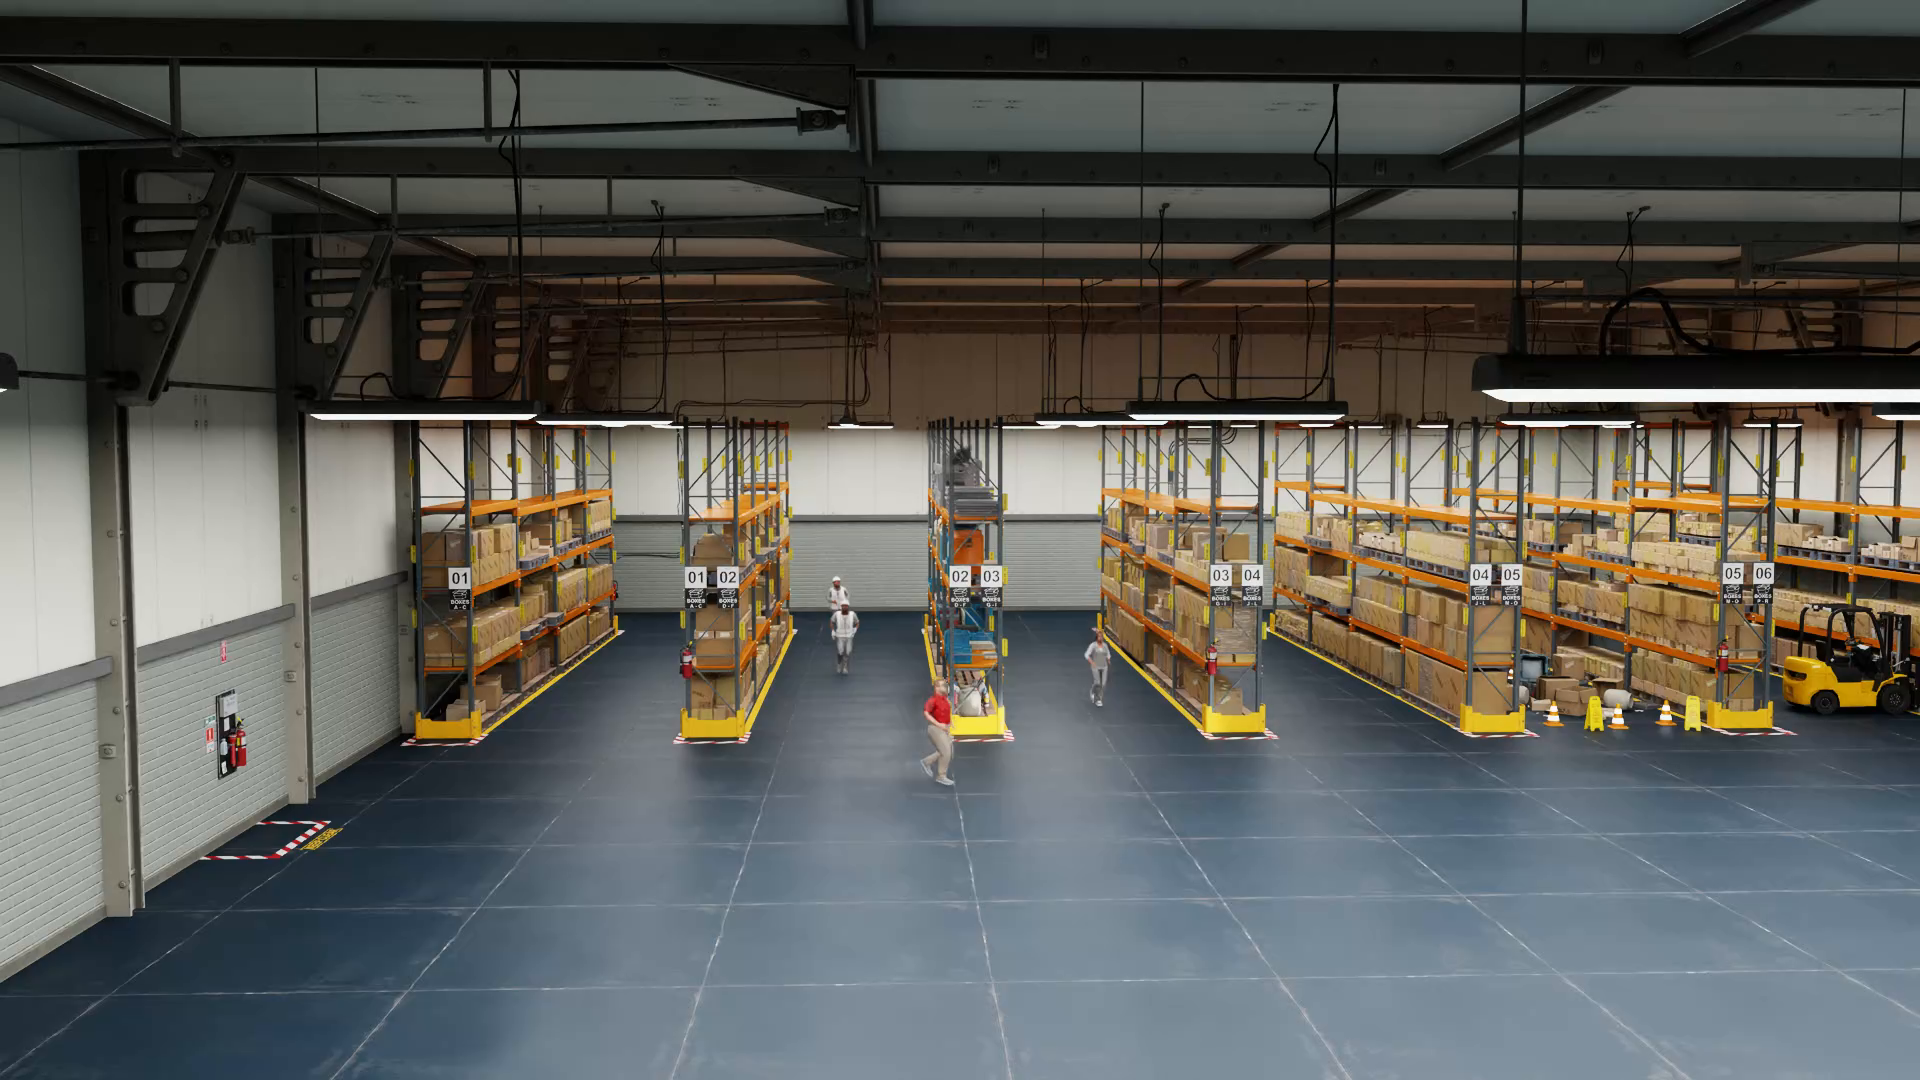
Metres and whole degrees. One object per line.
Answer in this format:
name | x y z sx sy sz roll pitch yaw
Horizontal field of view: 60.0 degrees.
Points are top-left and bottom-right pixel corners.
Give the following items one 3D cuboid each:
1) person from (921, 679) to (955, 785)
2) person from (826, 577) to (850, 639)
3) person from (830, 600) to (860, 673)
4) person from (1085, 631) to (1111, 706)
person | -0.390 3.114 27.063 0.641 1.704 0.672 1 4 22
person | -3.342 1.875 45.616 0.658 1.746 0.594 0 4 -8
person | -2.694 2.286 39.139 0.685 1.744 0.604 -1 4 -11
person | 2.905 2.683 34.612 0.532 1.554 0.546 -1 4 -14
